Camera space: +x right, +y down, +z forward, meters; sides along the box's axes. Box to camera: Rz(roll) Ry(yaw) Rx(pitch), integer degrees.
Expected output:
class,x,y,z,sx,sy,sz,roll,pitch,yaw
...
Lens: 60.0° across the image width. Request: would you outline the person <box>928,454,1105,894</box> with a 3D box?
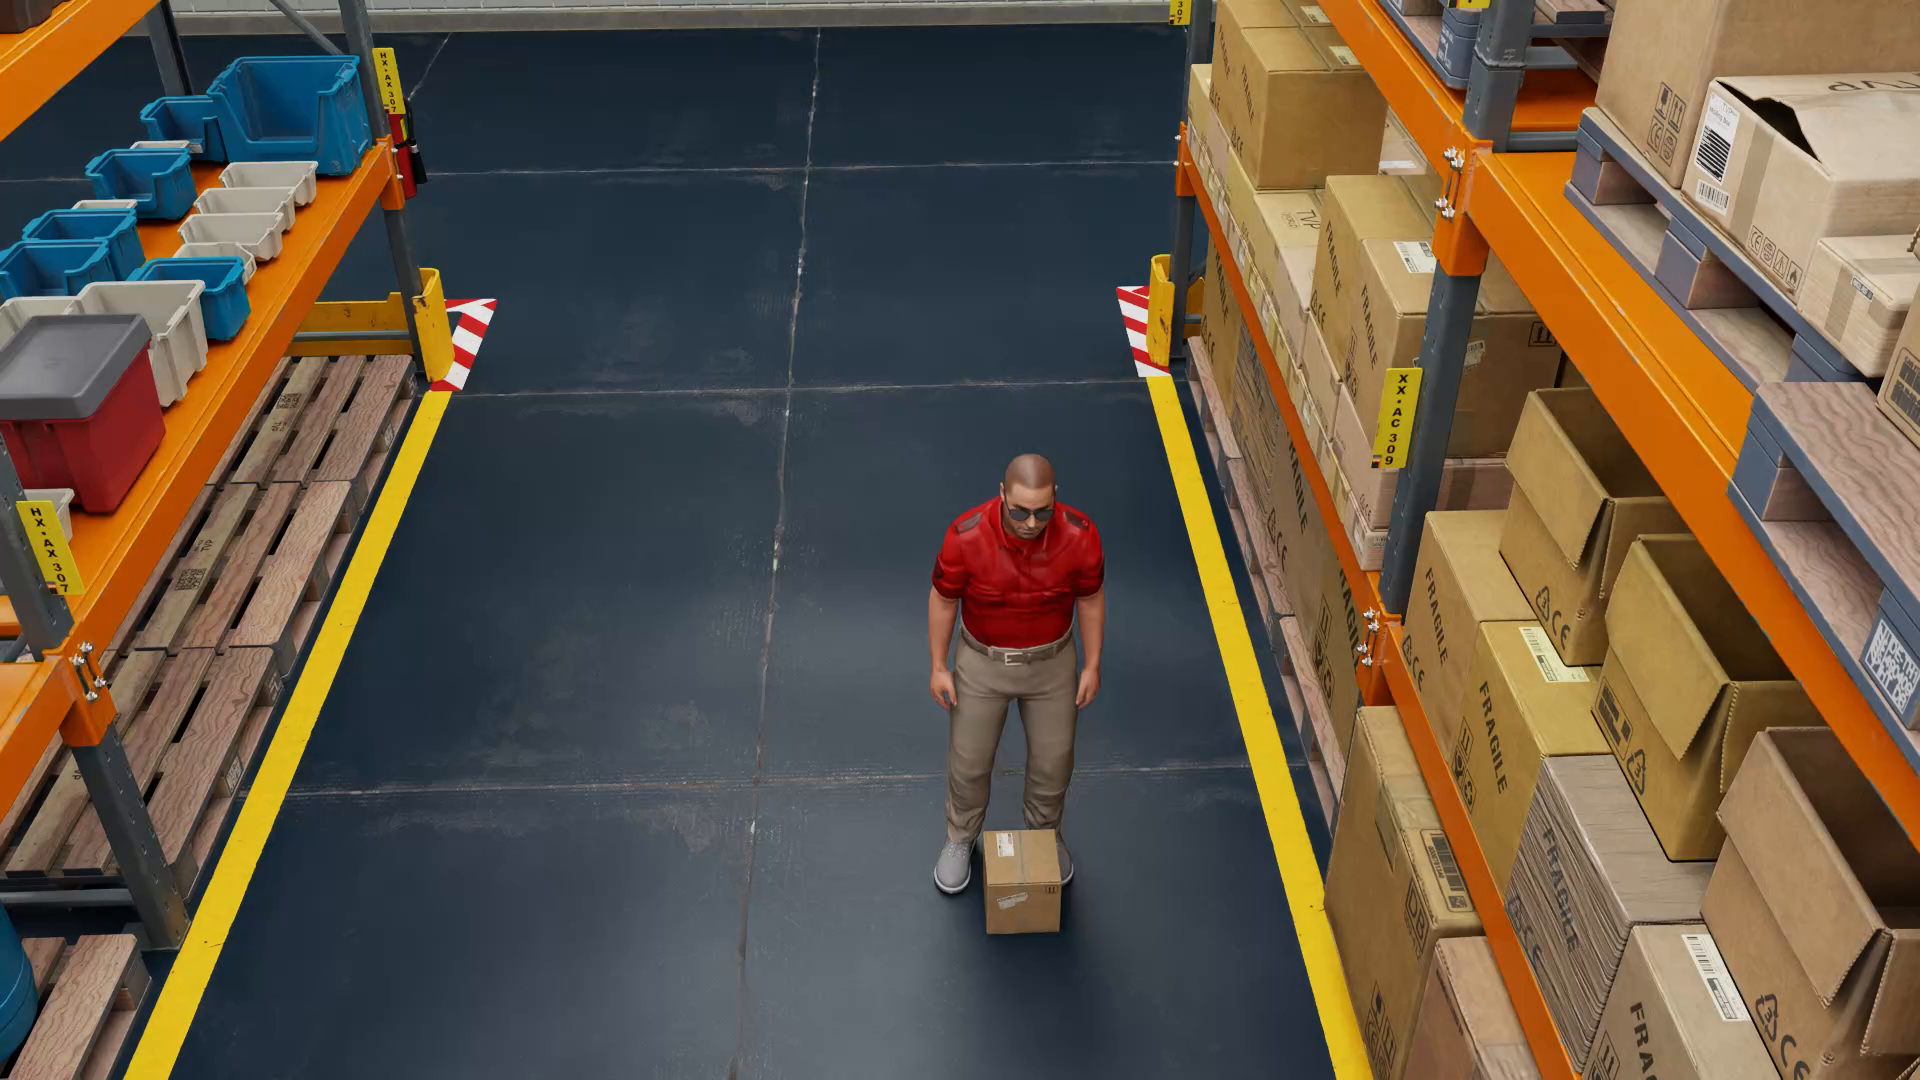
class,x,y,z,sx,sy,sz,roll,pitch,yaw
person,0.187,0.434,5.538,0.585,1.726,0.387,-2,35,-2
